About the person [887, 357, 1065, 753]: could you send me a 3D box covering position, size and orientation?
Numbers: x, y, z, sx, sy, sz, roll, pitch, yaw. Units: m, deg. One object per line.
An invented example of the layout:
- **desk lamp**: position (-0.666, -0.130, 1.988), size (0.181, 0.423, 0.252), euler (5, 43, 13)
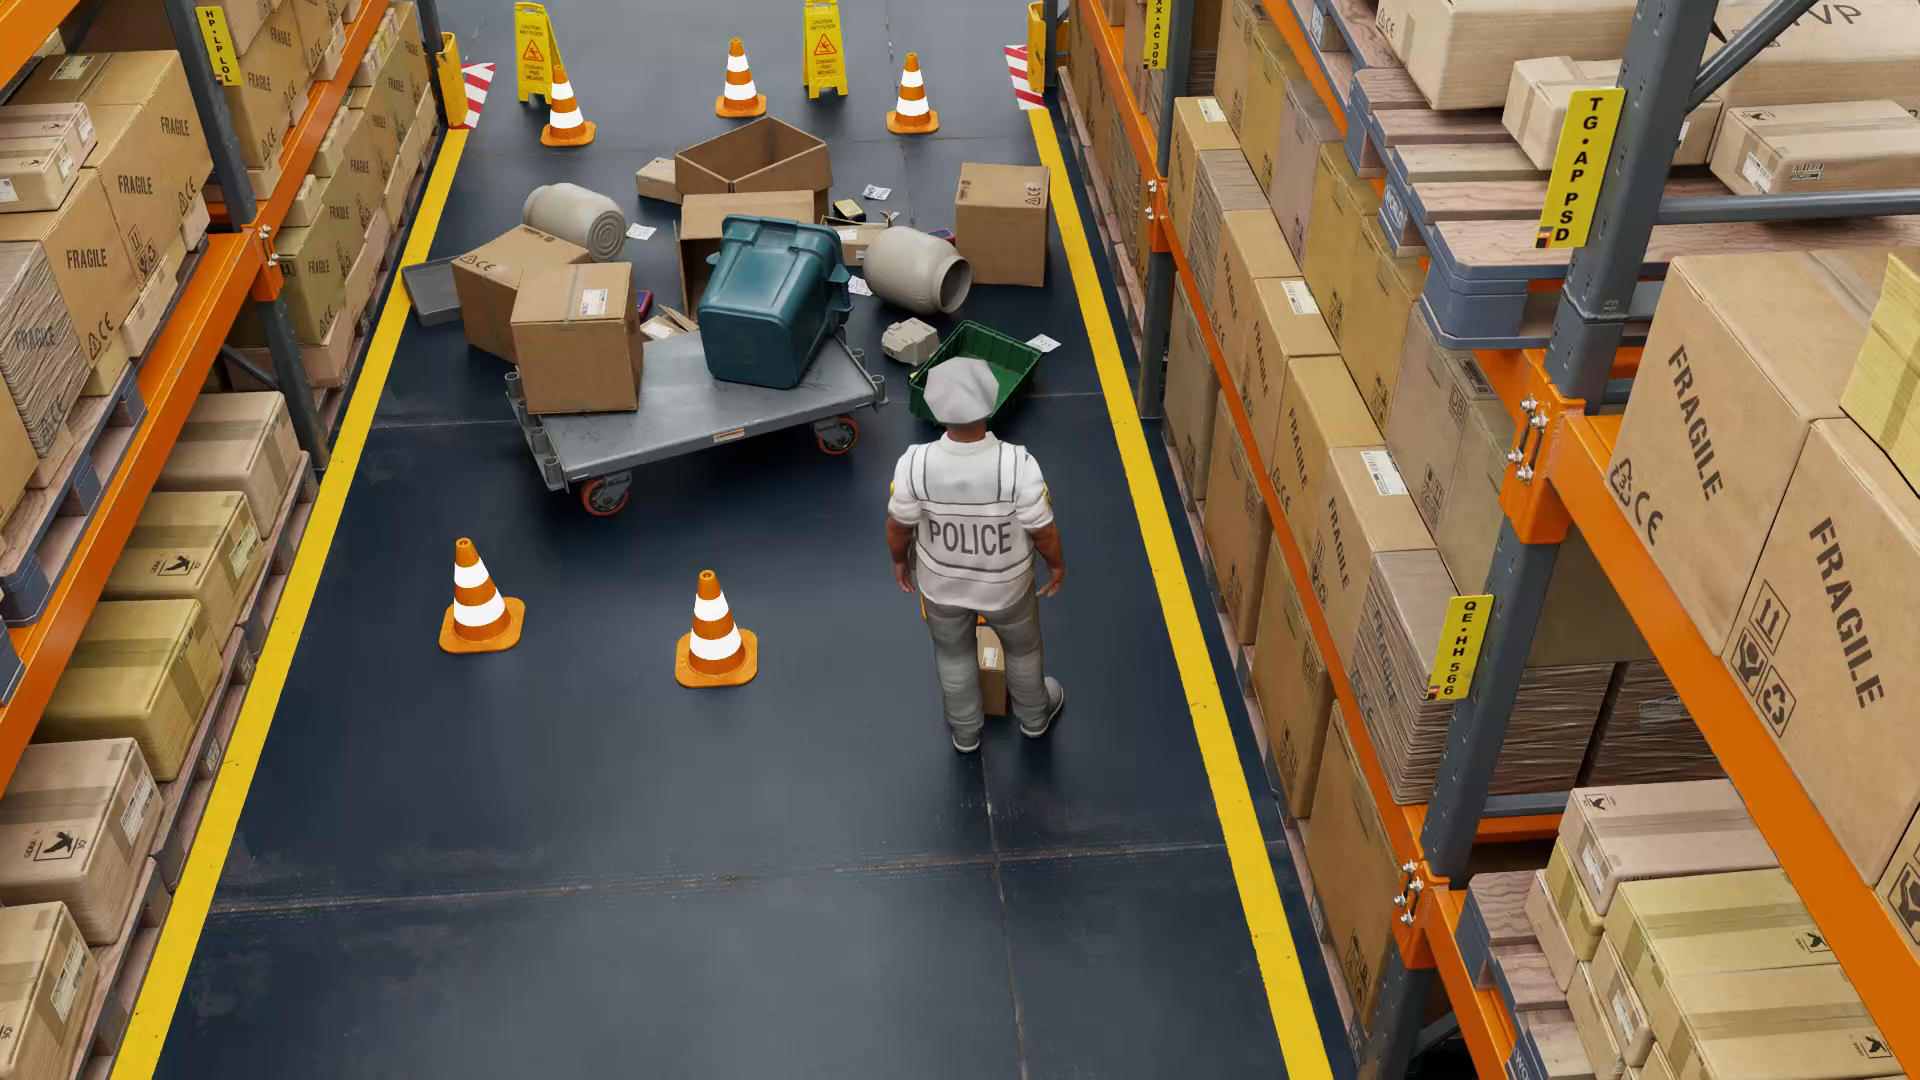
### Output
- **person**: position (0.074, 0.055, 6.041), size (0.641, 1.781, 0.573), euler (5, 39, 6)
